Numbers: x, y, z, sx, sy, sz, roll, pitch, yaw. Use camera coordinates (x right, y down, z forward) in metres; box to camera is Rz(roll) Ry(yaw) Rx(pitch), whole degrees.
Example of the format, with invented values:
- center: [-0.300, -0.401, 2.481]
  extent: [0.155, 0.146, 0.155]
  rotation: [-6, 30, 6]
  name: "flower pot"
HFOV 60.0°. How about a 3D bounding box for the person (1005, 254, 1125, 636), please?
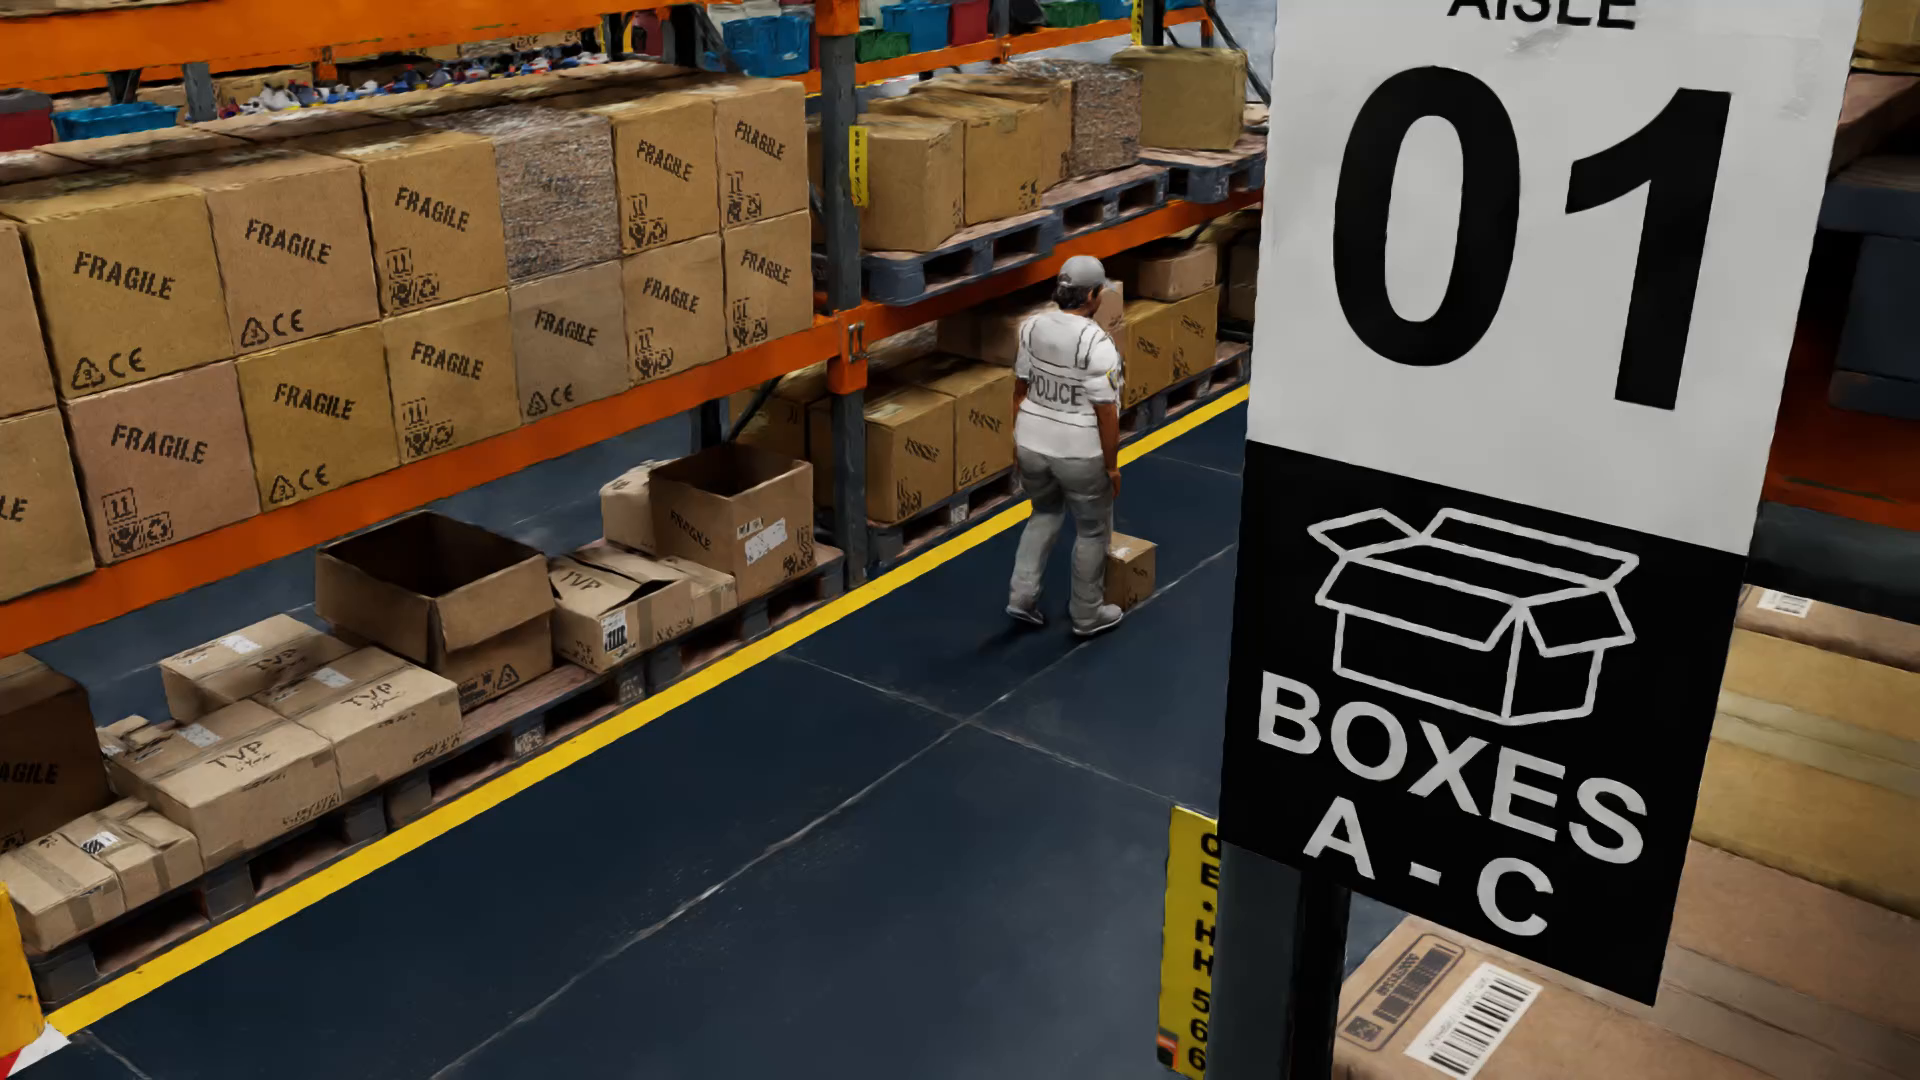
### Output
- center: [0.481, -0.360, 6.907]
  extent: [0.508, 1.696, 0.486]
  rotation: [17, 29, 33]
  name: "person"
